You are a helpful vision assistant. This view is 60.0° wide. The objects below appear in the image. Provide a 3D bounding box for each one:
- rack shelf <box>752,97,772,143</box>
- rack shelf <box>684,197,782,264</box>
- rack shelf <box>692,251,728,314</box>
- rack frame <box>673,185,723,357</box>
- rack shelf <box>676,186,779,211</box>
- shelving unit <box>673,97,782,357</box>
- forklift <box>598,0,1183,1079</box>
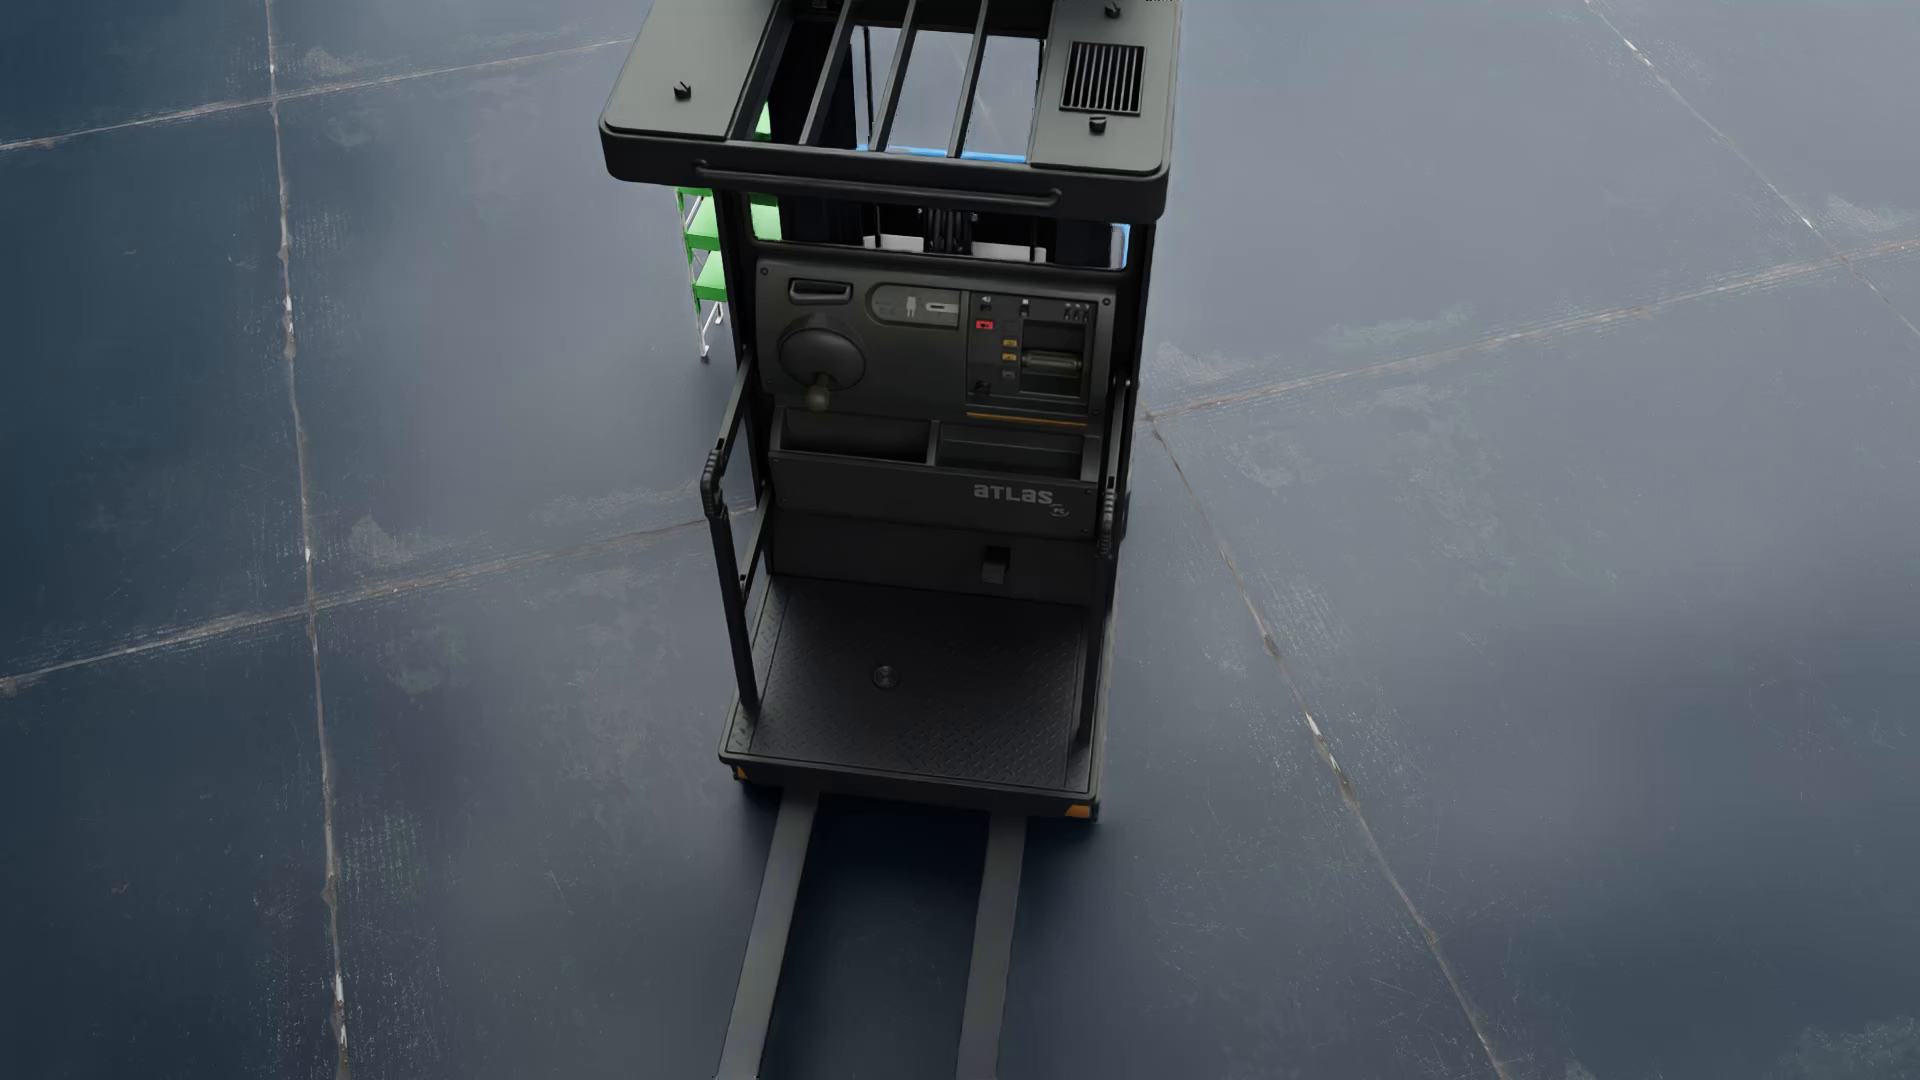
[{"bbox_3d":[-0.717,-1.406,5.607,0.480,0.148,0.258,9,50,8],"label":"rack shelf"},{"bbox_3d":[-0.717,-1.097,5.974,0.480,0.148,0.258,9,50,8],"label":"rack shelf"},{"bbox_3d":[-0.717,-0.942,6.157,0.480,0.148,0.258,9,50,8],"label":"rack shelf"},{"bbox_3d":[-0.956,-1.176,5.957,0.015,1.200,0.240,9,50,8],"label":"rack frame"},{"bbox_3d":[-0.717,-1.252,5.790,0.480,0.148,0.258,9,50,8],"label":"rack shelf"},{"bbox_3d":[-0.717,-1.138,5.925,0.503,1.200,0.258,9,50,8],"label":"shelving unit"},{"bbox_3d":[-0.096,-0.400,4.170,1.130,2.935,3.031,6,50,5],"label":"forklift"}]
